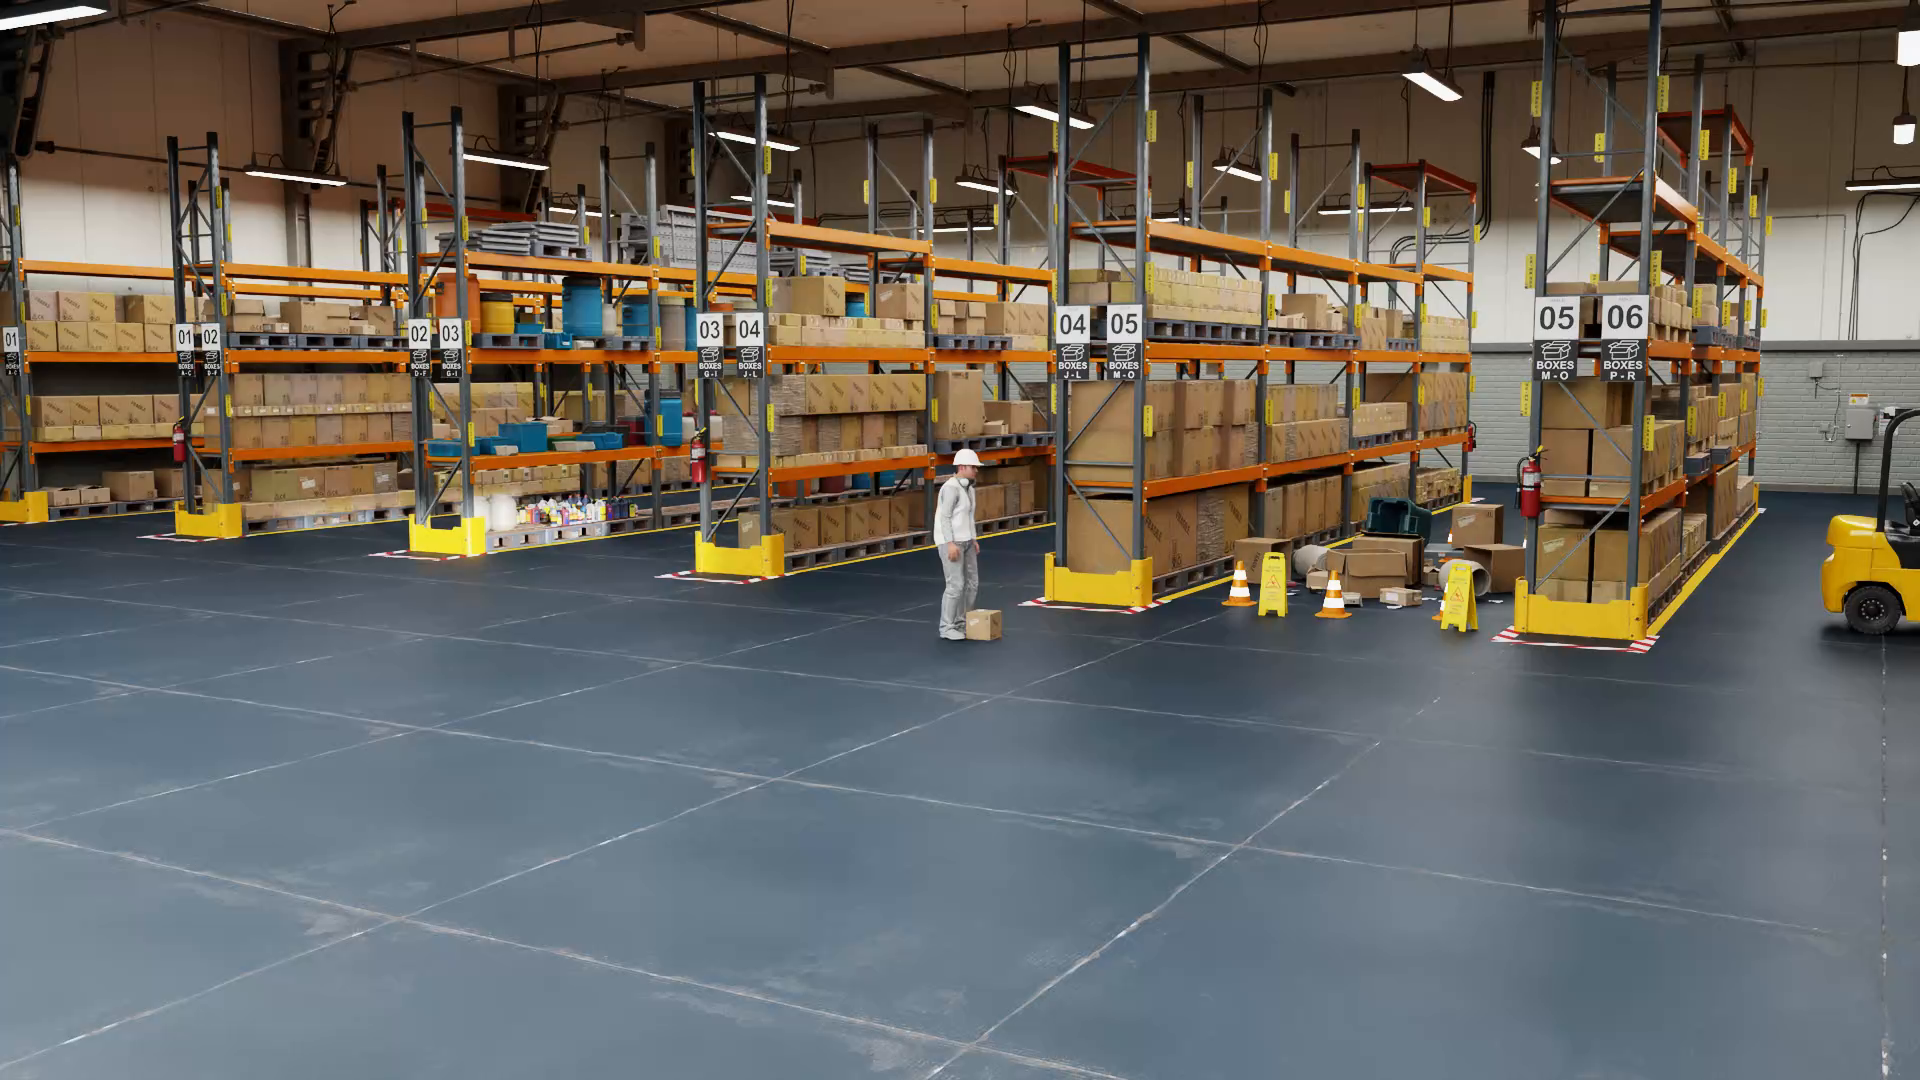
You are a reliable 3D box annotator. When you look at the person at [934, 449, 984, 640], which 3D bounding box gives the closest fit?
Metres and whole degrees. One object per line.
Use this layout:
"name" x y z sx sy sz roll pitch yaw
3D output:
"person" 0.001 0.029 15.709 0.464 1.772 0.589 3 7 27
